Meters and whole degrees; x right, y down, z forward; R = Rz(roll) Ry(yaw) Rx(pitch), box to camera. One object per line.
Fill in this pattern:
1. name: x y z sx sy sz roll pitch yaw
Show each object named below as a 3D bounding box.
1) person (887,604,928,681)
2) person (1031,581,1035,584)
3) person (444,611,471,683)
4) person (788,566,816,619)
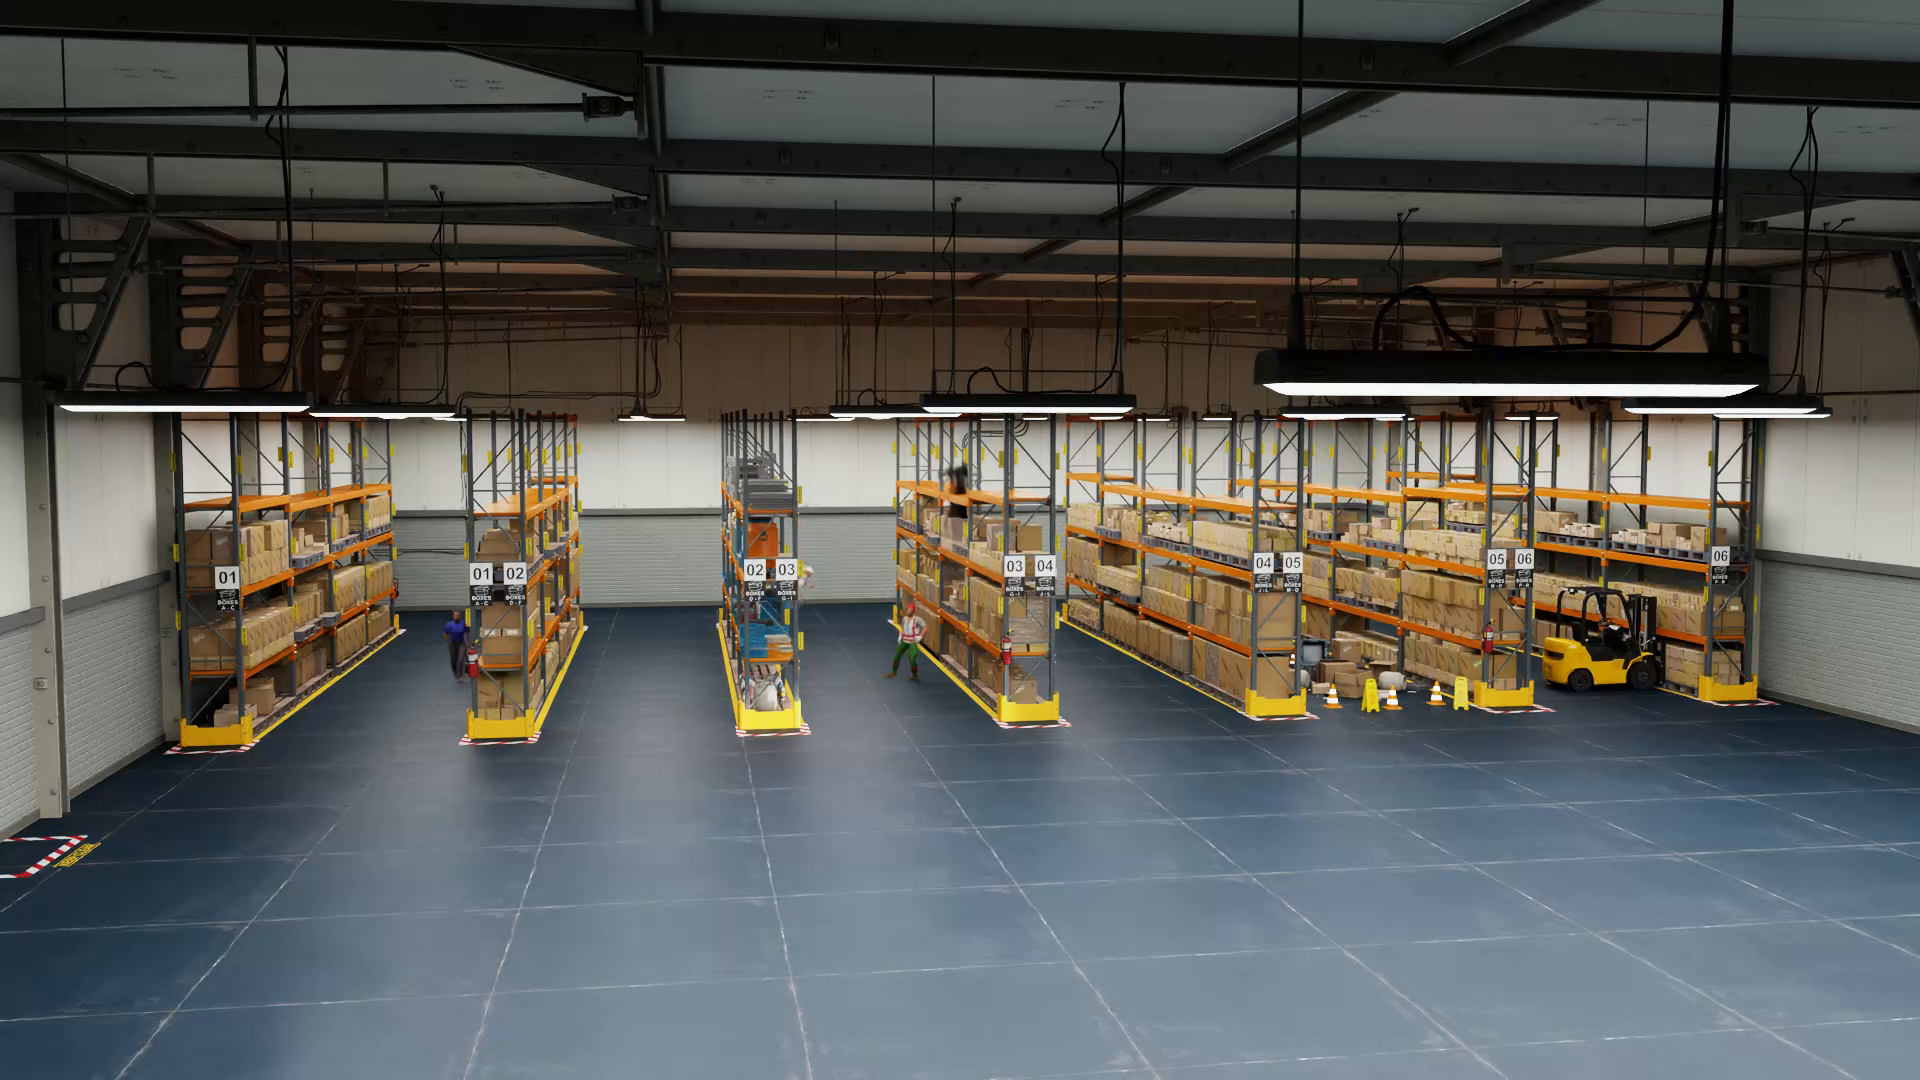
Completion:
1. person: -1.202 2.277 37.250 0.982 1.715 0.456 2 5 31
2. person: 1.954 1.579 47.832 0.622 1.688 0.775 0 4 6
3. person: -11.184 2.358 37.001 0.572 1.602 0.646 -1 4 -15
4. person: -4.731 1.540 48.876 0.984 1.533 0.672 1 4 16
